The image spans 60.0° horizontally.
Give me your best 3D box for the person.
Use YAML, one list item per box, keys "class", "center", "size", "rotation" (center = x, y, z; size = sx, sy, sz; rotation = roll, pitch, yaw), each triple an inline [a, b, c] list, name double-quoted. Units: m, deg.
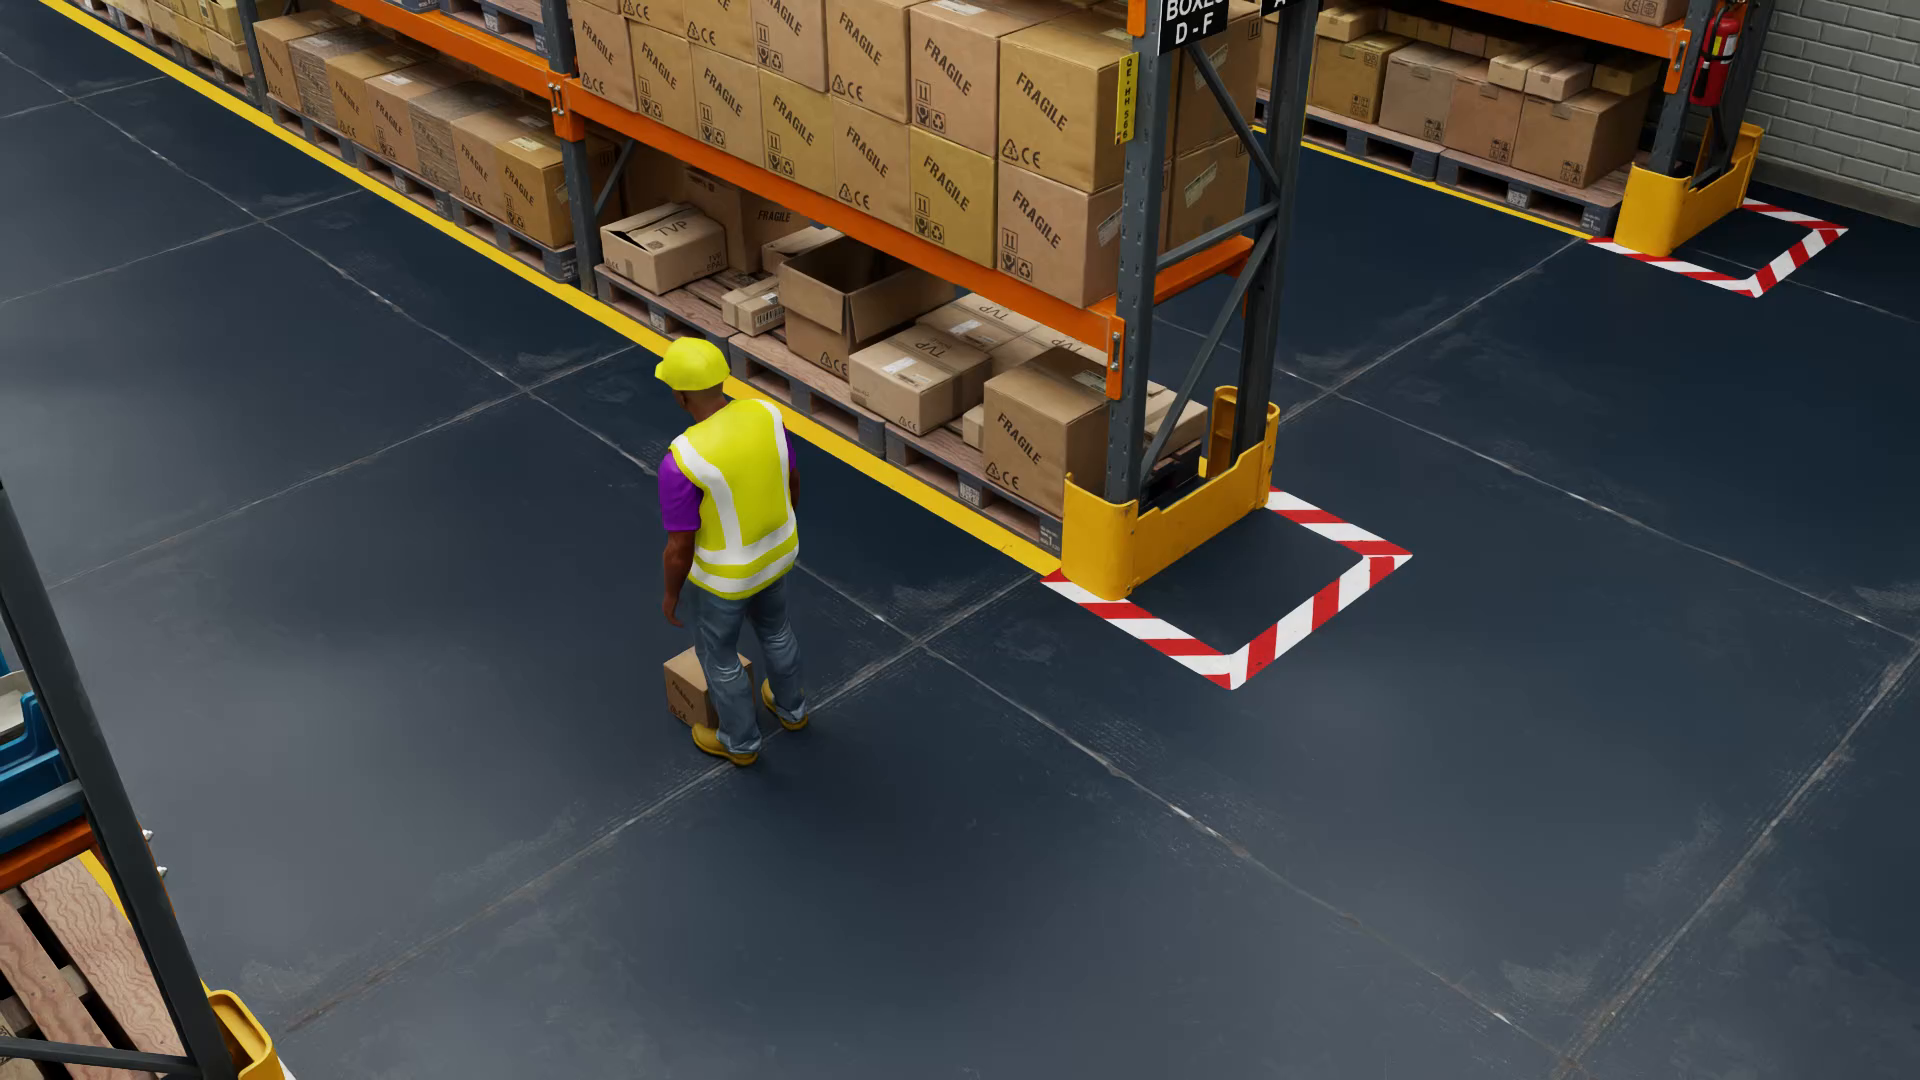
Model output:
- class: "person"
  center: [-0.833, 0.061, 6.045]
  size: [0.458, 1.760, 0.635]
  rotation: [27, 43, 33]
